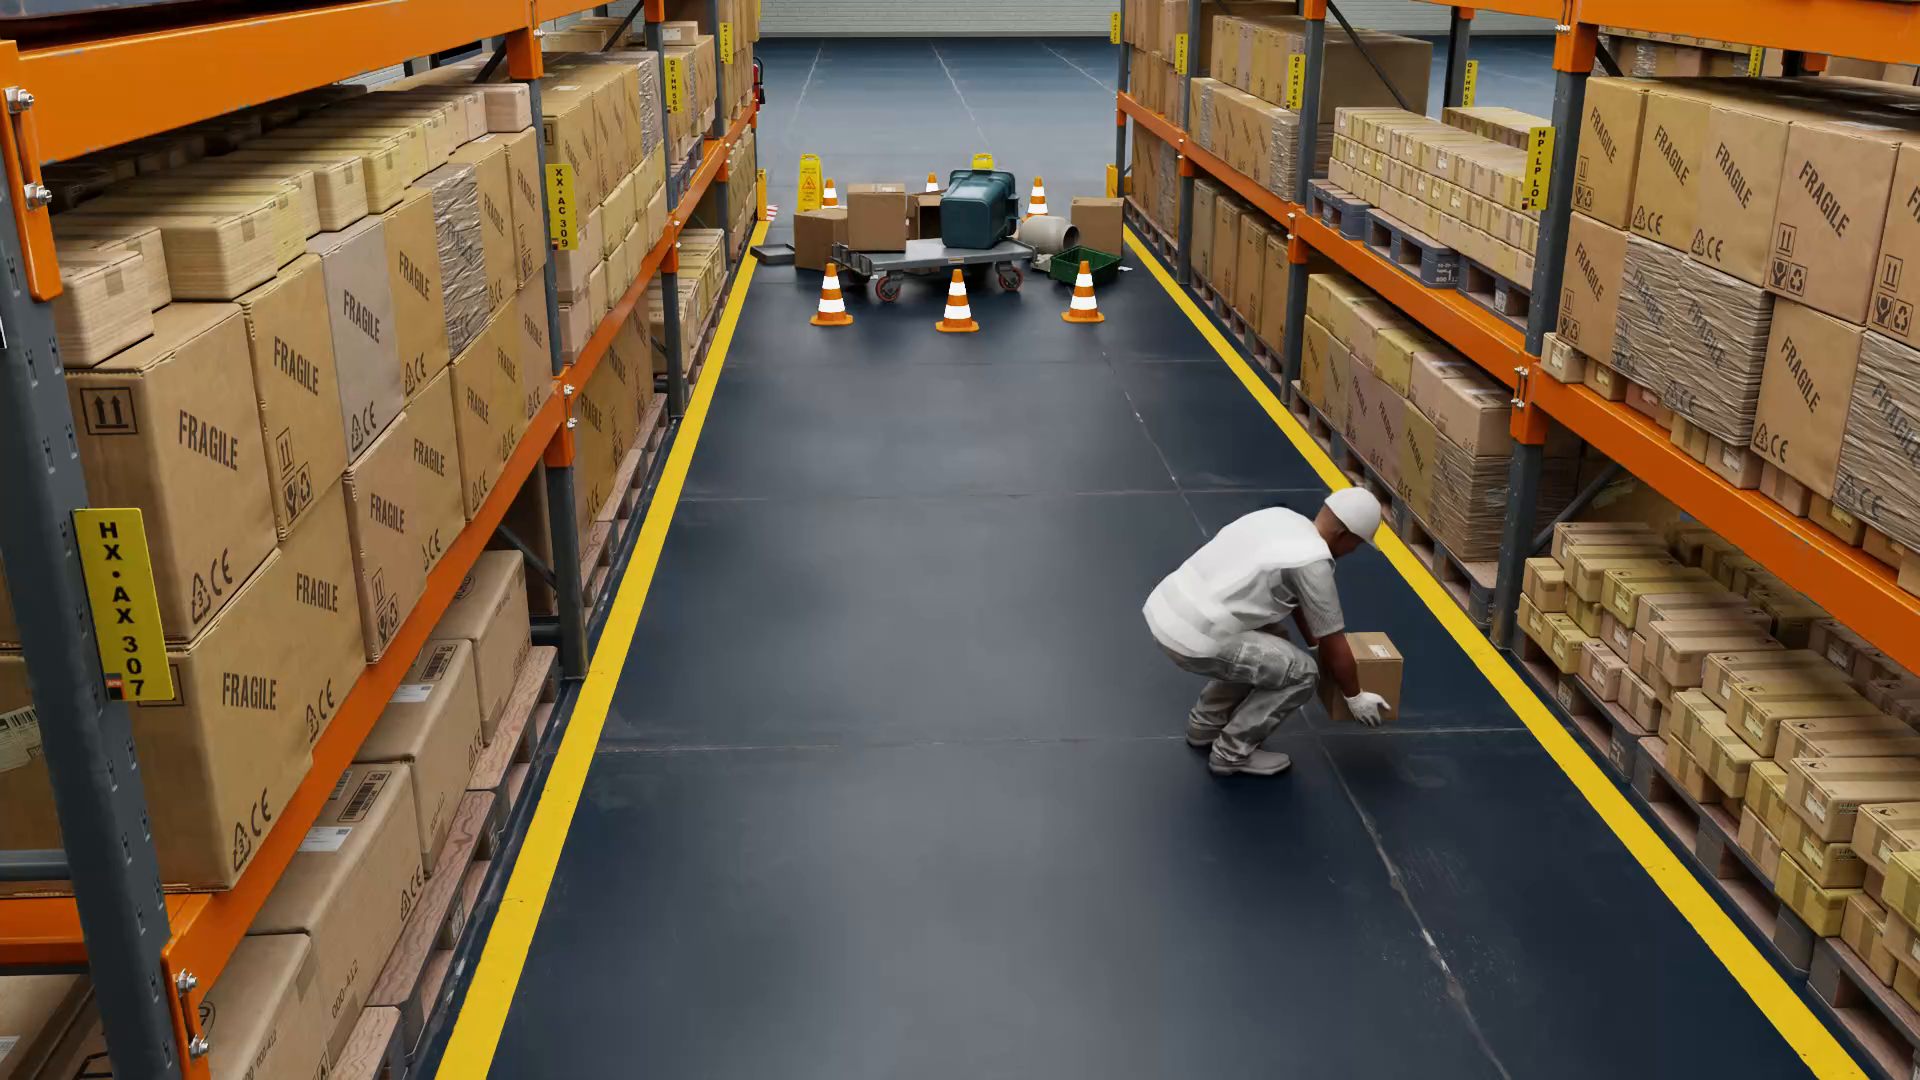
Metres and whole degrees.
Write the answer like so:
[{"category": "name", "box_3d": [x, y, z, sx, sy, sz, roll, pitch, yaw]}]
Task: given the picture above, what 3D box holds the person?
[{"category": "person", "box_3d": [1.136, 0.319, 6.245, 0.898, 1.053, 0.575, -1, 20, -3]}]
